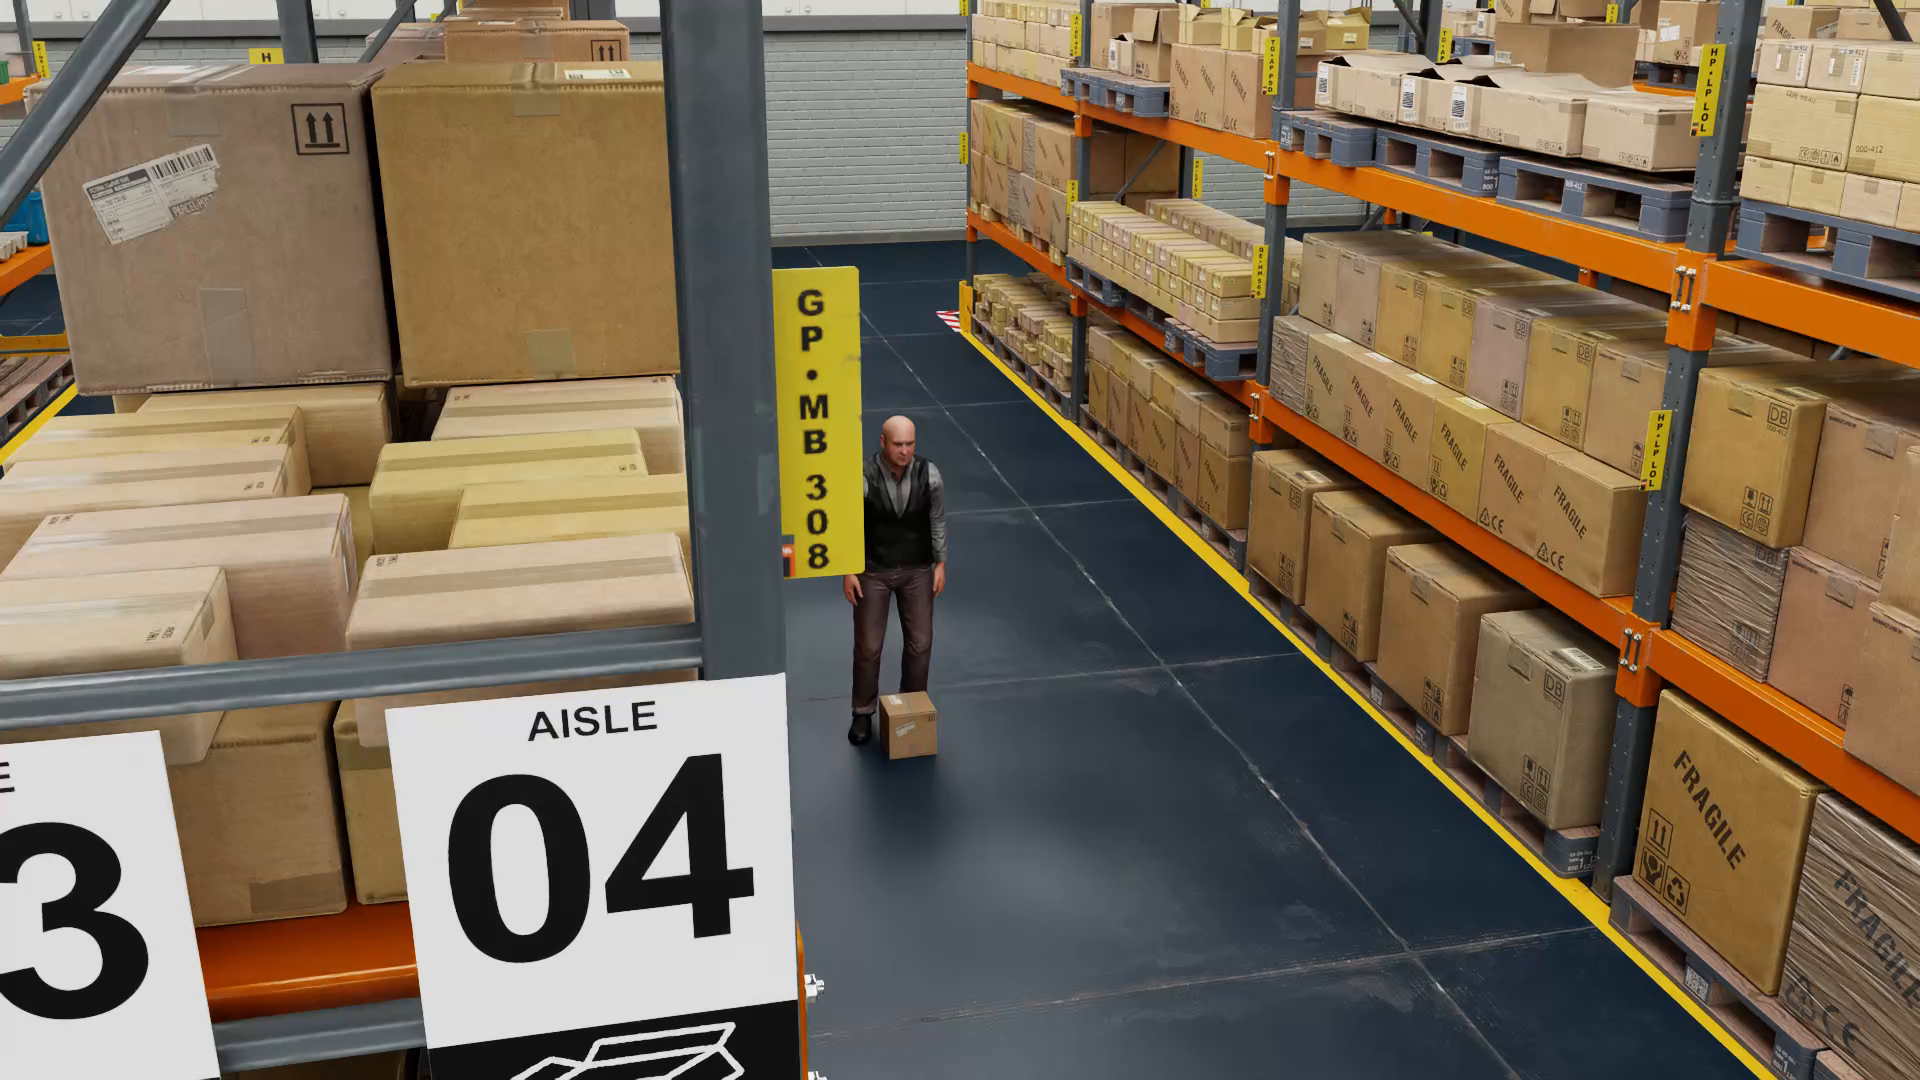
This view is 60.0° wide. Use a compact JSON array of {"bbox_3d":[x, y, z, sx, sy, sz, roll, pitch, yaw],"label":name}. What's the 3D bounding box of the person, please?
[{"bbox_3d":[-0.344,0.173,8.619,0.577,1.719,0.420,-5,20,-15],"label":"person"}]
